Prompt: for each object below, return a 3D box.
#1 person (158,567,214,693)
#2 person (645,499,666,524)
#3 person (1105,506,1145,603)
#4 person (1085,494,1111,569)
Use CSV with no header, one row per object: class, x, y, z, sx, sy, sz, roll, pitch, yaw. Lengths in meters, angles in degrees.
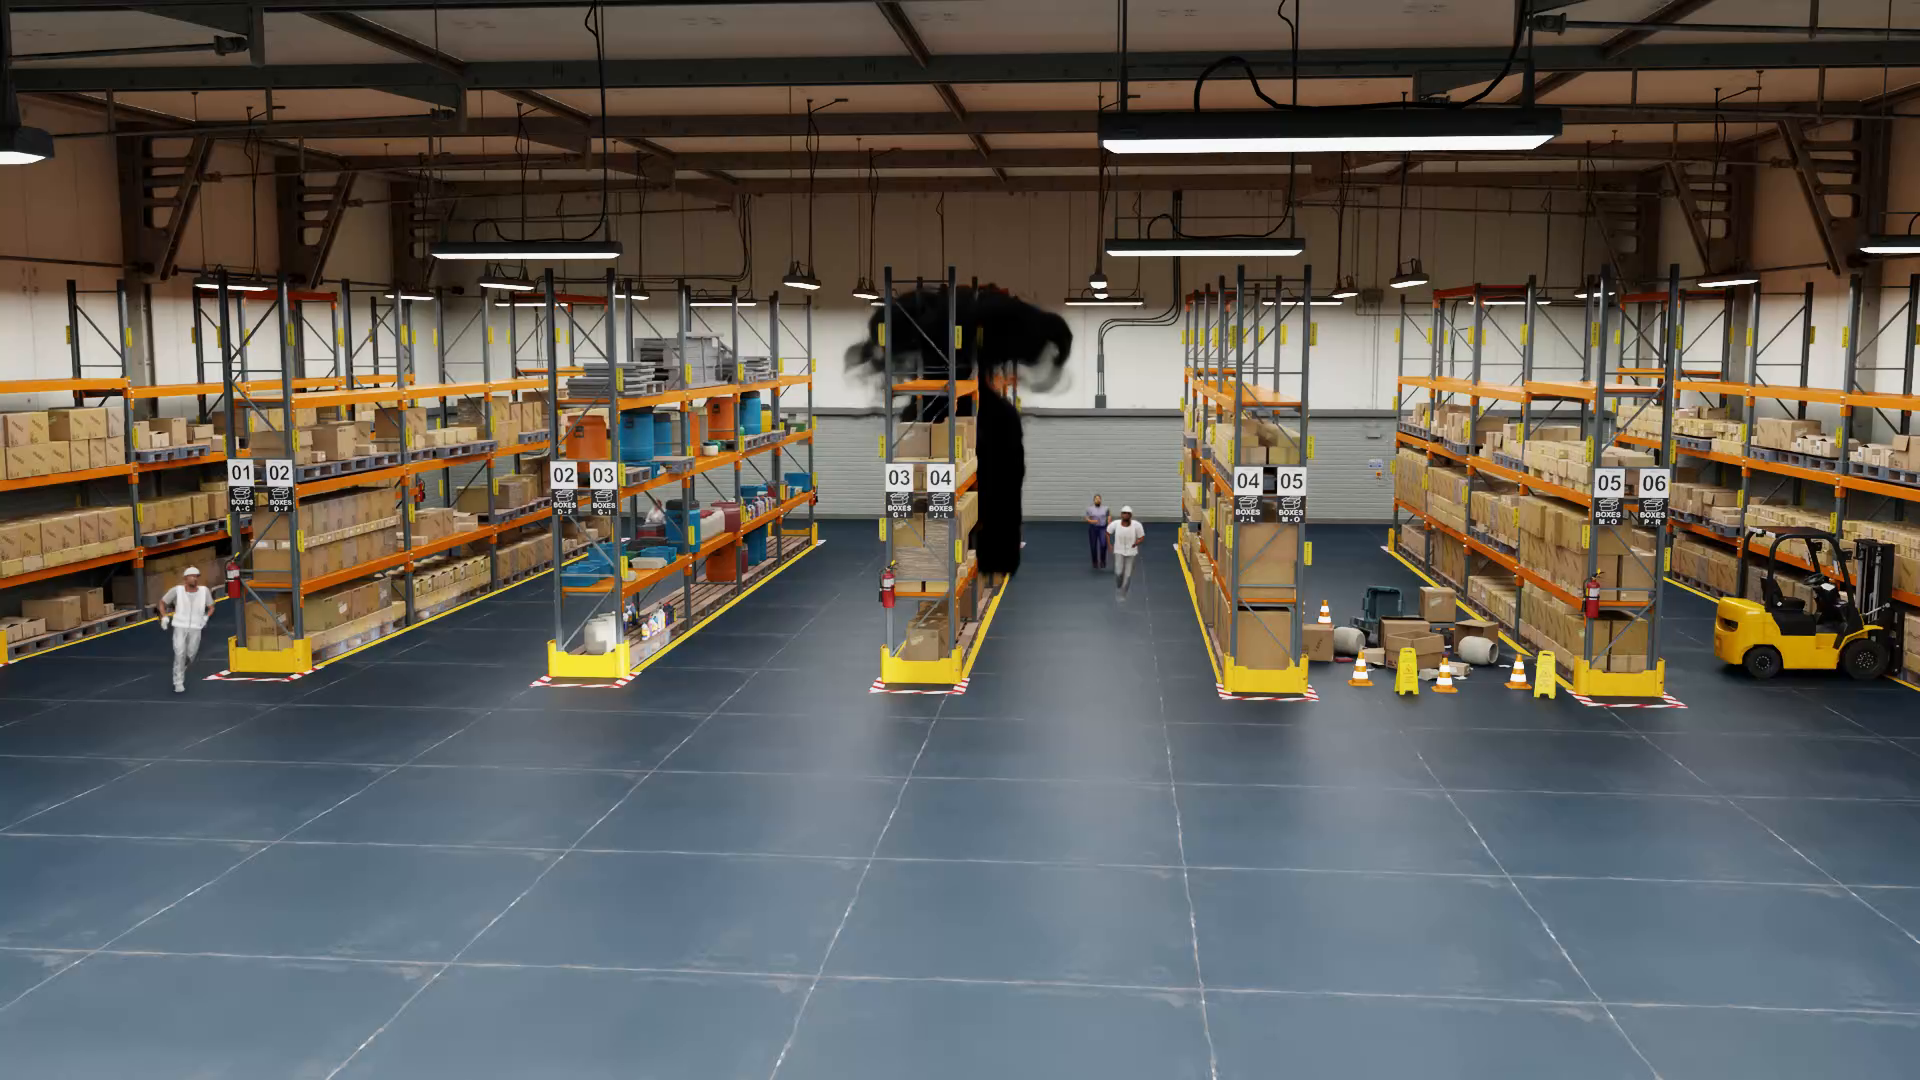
person,-11.086,1.254,23.895,0.728,1.741,0.814,-5,8,-35
person,-6.511,-0.113,35.752,0.547,1.563,0.755,0,7,0
person,2.937,0.265,29.589,0.696,1.756,0.643,0,7,4
person,2.994,-0.170,35.983,0.579,1.617,0.643,0,7,1
